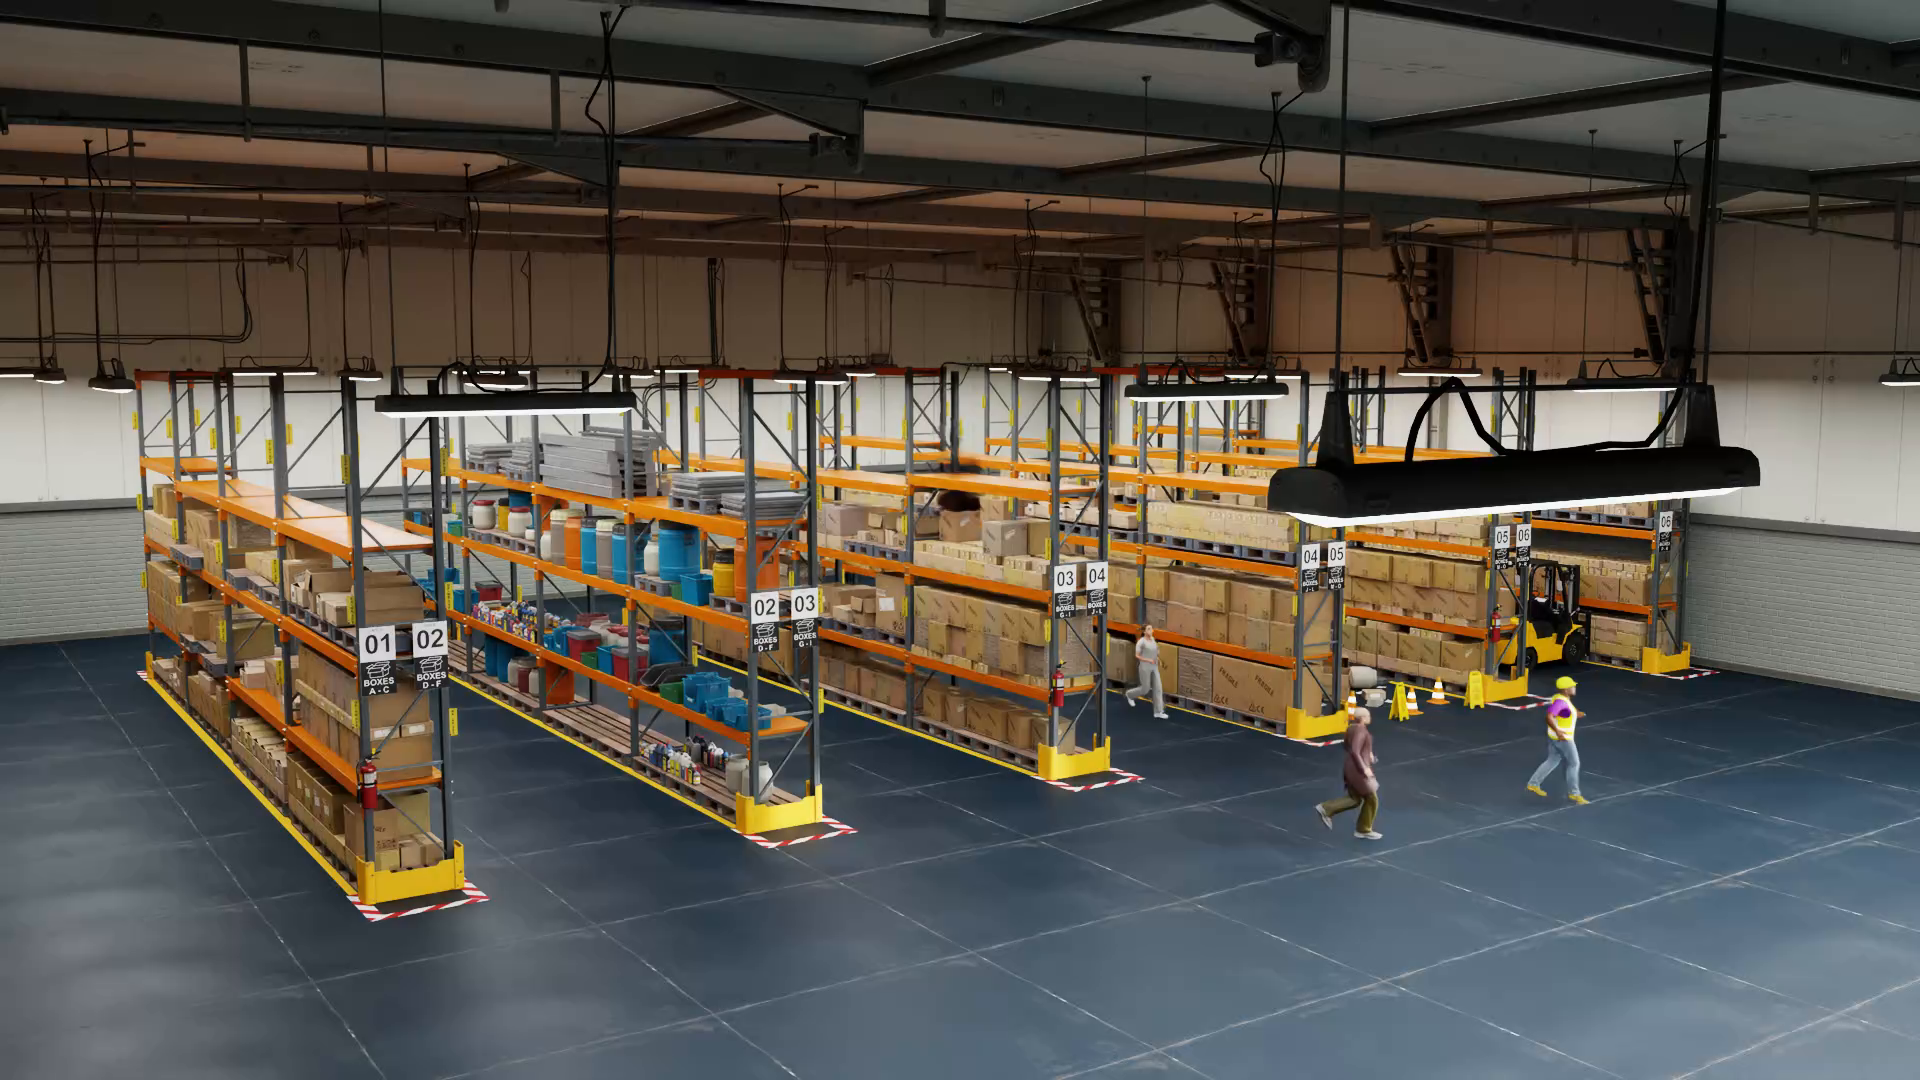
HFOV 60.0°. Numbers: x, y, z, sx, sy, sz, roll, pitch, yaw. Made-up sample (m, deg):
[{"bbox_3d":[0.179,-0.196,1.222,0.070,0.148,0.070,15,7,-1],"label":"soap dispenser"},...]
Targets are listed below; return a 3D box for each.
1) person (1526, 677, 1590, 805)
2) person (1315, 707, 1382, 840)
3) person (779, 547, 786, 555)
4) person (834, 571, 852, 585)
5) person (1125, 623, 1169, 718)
[{"bbox_3d":[8.446,2.813,23.446,0.866,1.811,0.671,0,6,3],"label":"person"},{"bbox_3d":[5.084,3.038,21.618,0.876,1.750,0.693,0,6,-4],"label":"person"},{"bbox_3d":[-4.325,0.989,40.385,0.617,1.639,0.798,2,7,20],"label":"person"},{"bbox_3d":[-2.989,0.783,42.236,0.767,1.581,0.583,3,7,22],"label":"person"},{"bbox_3d":[3.282,2.246,28.943,0.567,1.633,0.970,-5,8,-38],"label":"person"}]
